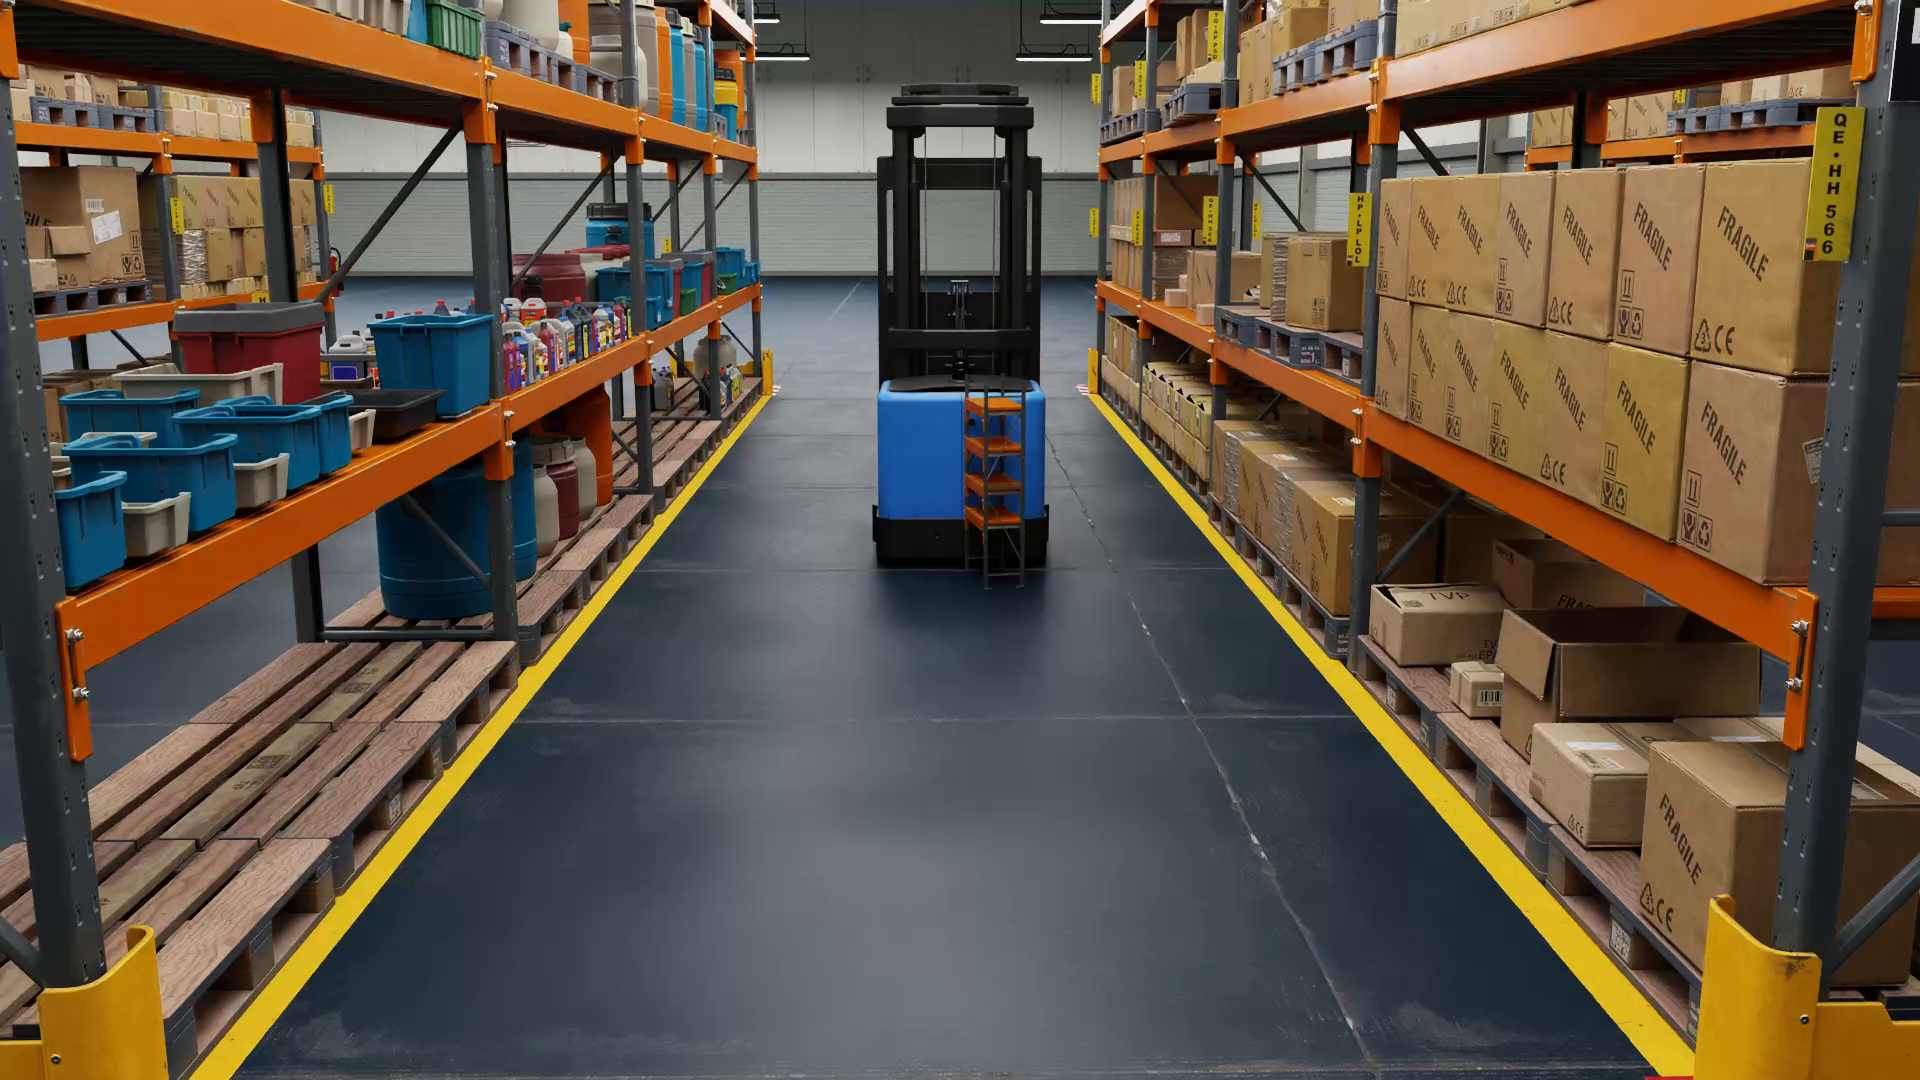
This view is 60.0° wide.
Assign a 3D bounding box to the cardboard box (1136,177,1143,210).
[{"bbox_3d":[2.160,-3.403,16.774,0.700,0.500,0.500,0,11,-1],"label":"cardboard box"}]

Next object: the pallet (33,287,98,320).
[{"bbox_3d":[-7.707,-1.894,13.334,1.003,0.211,1.213,0,11,-1],"label":"pallet"}]

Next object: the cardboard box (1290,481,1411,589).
[{"bbox_3d":[2.063,-0.026,8.821,0.500,0.500,0.500,0,11,-1],"label":"cardboard box"}]

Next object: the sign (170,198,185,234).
[{"bbox_3d":[-7.153,-2.961,15.195,0.100,0.325,0.005,0,11,-1],"label":"sign"}]

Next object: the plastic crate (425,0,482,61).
[{"bbox_3d":[-2.280,-2.103,6.871,0.450,0.188,0.662,0,11,-1],"label":"plastic crate"}]

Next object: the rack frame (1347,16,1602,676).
[{"bbox_3d":[2.362,-0.840,7.654,1.000,3.000,0.127,0,11,-1],"label":"rack frame"}]

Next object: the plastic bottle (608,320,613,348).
[{"bbox_3d":[-2.243,-1.312,10.483,0.097,0.201,0.097,0,11,0],"label":"plastic bottle"}]

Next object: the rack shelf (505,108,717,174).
[{"bbox_3d":[-2.714,-3.130,13.210,1.077,0.370,4.000,0,11,-1],"label":"rack shelf"}]

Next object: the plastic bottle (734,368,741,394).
[{"bbox_3d":[-2.384,-1.673,17.504,0.152,0.276,0.135,0,11,-1],"label":"plastic bottle"}]

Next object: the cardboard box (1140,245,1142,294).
[{"bbox_3d":[2.164,-2.672,16.434,0.700,0.500,0.500,0,11,-2],"label":"cardboard box"}]

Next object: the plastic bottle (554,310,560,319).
[{"bbox_3d":[-2.355,-1.215,9.797,0.061,0.283,0.133,0,11,-1],"label":"plastic bottle"}]

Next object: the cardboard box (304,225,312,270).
[{"bbox_3d":[-7.806,-3.271,18.636,0.875,0.500,0.500,0,11,-1],"label":"cardboard box"}]

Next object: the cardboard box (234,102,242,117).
[{"bbox_3d":[-7.510,-4.358,16.826,0.380,0.149,0.250,0,11,0],"label":"cardboard box"}]

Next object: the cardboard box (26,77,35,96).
[{"bbox_3d":[-7.569,-3.579,13.144,0.380,0.166,0.250,-1,11,-3],"label":"cardboard box"}]

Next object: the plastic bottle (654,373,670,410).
[{"bbox_3d":[-2.913,-1.455,16.244,0.144,0.351,0.185,0,11,-1],"label":"plastic bottle"}]

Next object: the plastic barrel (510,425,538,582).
[{"bbox_3d":[-2.599,-0.247,8.952,0.600,0.901,0.708,0,11,-1],"label":"plastic barrel"}]

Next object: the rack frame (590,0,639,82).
[{"bbox_3d":[-2.673,-4.555,10.880,1.000,3.000,0.127,0,11,-1],"label":"rack frame"}]

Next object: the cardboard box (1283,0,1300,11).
[{"bbox_3d":[2.292,-3.456,10.239,0.500,0.500,0.500,0,11,-1],"label":"cardboard box"}]

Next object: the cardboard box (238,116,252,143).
[{"bbox_3d":[-7.495,-4.186,16.980,0.500,0.250,0.500,0,11,-2],"label":"cardboard box"}]

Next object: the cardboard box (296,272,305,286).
[{"bbox_3d":[-7.517,-2.907,18.476,0.380,0.149,0.250,0,11,-1],"label":"cardboard box"}]

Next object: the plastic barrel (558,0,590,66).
[{"bbox_3d":[-2.664,-3.389,10.538,0.600,0.830,0.708,0,11,-1],"label":"plastic barrel"}]

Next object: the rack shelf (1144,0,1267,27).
[{"bbox_3d":[2.238,-4.424,13.048,1.077,0.370,4.000,0,11,-1],"label":"rack shelf"}]

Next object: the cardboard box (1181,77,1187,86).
[{"bbox_3d":[2.200,-3.910,14.564,0.500,0.250,0.500,1,12,5],"label":"cardboard box"}]

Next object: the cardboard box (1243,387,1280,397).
[{"bbox_3d":[2.535,-1.079,13.283,0.500,0.311,0.500,-1,11,-3],"label":"cardboard box"}]

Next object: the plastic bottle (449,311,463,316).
[{"bbox_3d":[-2.959,-1.191,9.700,0.152,0.276,0.135,0,11,-1],"label":"plastic bottle"}]

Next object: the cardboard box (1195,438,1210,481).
[{"bbox_3d":[2.025,-0.597,12.316,0.500,0.250,0.500,0,11,0],"label":"cardboard box"}]

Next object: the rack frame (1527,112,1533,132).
[{"bbox_3d":[7.066,-6.186,18.920,1.000,3.000,0.127,0,11,-1],"label":"rack frame"}]

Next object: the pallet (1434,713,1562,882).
[{"bbox_3d":[2.403,0.907,6.060,1.003,0.211,1.213,0,11,-1],"label":"pallet"}]

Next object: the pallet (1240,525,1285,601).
[{"bbox_3d":[2.279,0.122,9.926,1.003,0.211,1.213,0,11,-1],"label":"pallet"}]

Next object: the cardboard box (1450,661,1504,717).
[{"bbox_3d":[2.182,0.589,6.629,0.380,0.166,0.250,0,11,-1],"label":"cardboard box"}]

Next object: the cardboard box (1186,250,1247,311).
[{"bbox_3d":[2.207,-2.222,14.214,0.500,0.500,0.500,1,11,3],"label":"cardboard box"}]

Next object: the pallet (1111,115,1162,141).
[{"bbox_3d":[2.131,-4.268,17.231,1.003,0.211,1.213,0,11,-1],"label":"pallet"}]

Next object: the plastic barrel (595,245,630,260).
[{"bbox_3d":[-2.955,-2.286,14.441,0.433,0.535,0.433,0,11,0],"label":"plastic barrel"}]

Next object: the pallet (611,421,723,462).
[{"bbox_3d":[-2.701,-0.888,14.905,1.003,0.211,1.213,0,11,-1],"label":"pallet"}]

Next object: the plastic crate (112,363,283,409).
[{"bbox_3d":[-2.743,-0.487,6.063,0.437,0.282,0.530,0,11,-1],"label":"plastic crate"}]

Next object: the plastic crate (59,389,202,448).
[{"bbox_3d":[-2.807,-0.380,5.656,0.416,0.233,0.300,0,11,-1],"label":"plastic crate"}]

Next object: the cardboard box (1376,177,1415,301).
[{"bbox_3d":[2.090,-1.284,7.077,0.500,0.500,0.500,0,11,0],"label":"cardboard box"}]

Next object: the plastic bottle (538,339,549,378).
[{"bbox_3d":[-2.206,-0.951,8.702,0.097,0.201,0.097,0,11,0],"label":"plastic bottle"}]

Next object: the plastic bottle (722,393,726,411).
[{"bbox_3d":[-2.328,-1.360,16.151,0.097,0.201,0.097,0,11,0],"label":"plastic bottle"}]

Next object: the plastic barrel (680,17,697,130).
[{"bbox_3d":[-2.515,-3.896,13.913,0.600,0.901,0.600,0,11,0],"label":"plastic barrel"}]

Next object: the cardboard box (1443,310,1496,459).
[{"bbox_3d":[2.122,-0.585,6.147,0.500,0.500,0.500,0,11,-1],"label":"cardboard box"}]

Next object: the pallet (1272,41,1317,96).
[{"bbox_3d":[2.394,-2.554,9.031,1.213,0.211,1.003,0,11,-1],"label":"pallet"}]

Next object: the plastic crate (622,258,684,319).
[{"bbox_3d":[-2.401,-1.969,13.060,0.402,0.464,0.583,0,11,-1],"label":"plastic crate"}]

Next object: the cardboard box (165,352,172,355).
[{"bbox_3d":[-7.787,-1.687,17.063,0.500,0.500,0.500,-1,12,-6],"label":"cardboard box"}]

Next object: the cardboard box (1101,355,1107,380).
[{"bbox_3d":[1.903,-1.976,19.114,0.500,0.250,0.500,0,11,-1],"label":"cardboard box"}]

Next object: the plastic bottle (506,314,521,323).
[{"bbox_3d":[-2.853,-1.343,10.633,0.097,0.201,0.097,0,11,0],"label":"plastic bottle"}]

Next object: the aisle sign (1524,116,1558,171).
[{"bbox_3d":[6.765,-4.533,19.322,0.394,0.787,0.004,0,11,-1],"label":"aisle sign"}]

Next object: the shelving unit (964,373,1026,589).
[{"bbox_3d":[0.202,-0.355,9.791,0.258,1.200,0.503,-3,12,-12],"label":"shelving unit"}]

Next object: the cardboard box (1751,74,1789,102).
[{"bbox_3d":[7.093,-3.852,14.125,0.500,0.311,0.500,0,11,1],"label":"cardboard box"}]

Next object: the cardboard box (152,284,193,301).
[{"bbox_3d":[-7.411,-2.311,15.537,0.380,0.149,0.250,0,11,-1],"label":"cardboard box"}]

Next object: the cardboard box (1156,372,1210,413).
[{"bbox_3d":[1.973,-1.278,14.261,0.500,0.311,0.500,-1,11,-3],"label":"cardboard box"}]

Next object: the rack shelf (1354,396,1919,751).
[{"bbox_3d":[2.403,-0.090,5.766,1.077,0.370,4.000,0,11,-1],"label":"rack shelf"}]

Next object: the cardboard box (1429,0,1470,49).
[{"bbox_3d":[2.131,-2.039,6.399,0.500,0.250,0.500,0,11,-1],"label":"cardboard box"}]

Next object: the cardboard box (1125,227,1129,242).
[{"bbox_3d":[1.938,-3.208,17.443,0.380,0.149,0.250,0,11,-1],"label":"cardboard box"}]

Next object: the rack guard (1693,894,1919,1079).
[{"bbox_3d":[2.443,1.165,4.058,1.175,0.500,0.348,0,11,-1],"label":"rack guard"}]

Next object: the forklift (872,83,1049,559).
[{"bbox_3d":[-0.008,-1.562,11.385,1.130,2.935,3.031,0,11,-1],"label":"forklift"}]

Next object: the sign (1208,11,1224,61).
[{"bbox_3d":[1.724,-3.396,11.213,0.100,0.325,0.005,0,11,-1],"label":"sign"}]
